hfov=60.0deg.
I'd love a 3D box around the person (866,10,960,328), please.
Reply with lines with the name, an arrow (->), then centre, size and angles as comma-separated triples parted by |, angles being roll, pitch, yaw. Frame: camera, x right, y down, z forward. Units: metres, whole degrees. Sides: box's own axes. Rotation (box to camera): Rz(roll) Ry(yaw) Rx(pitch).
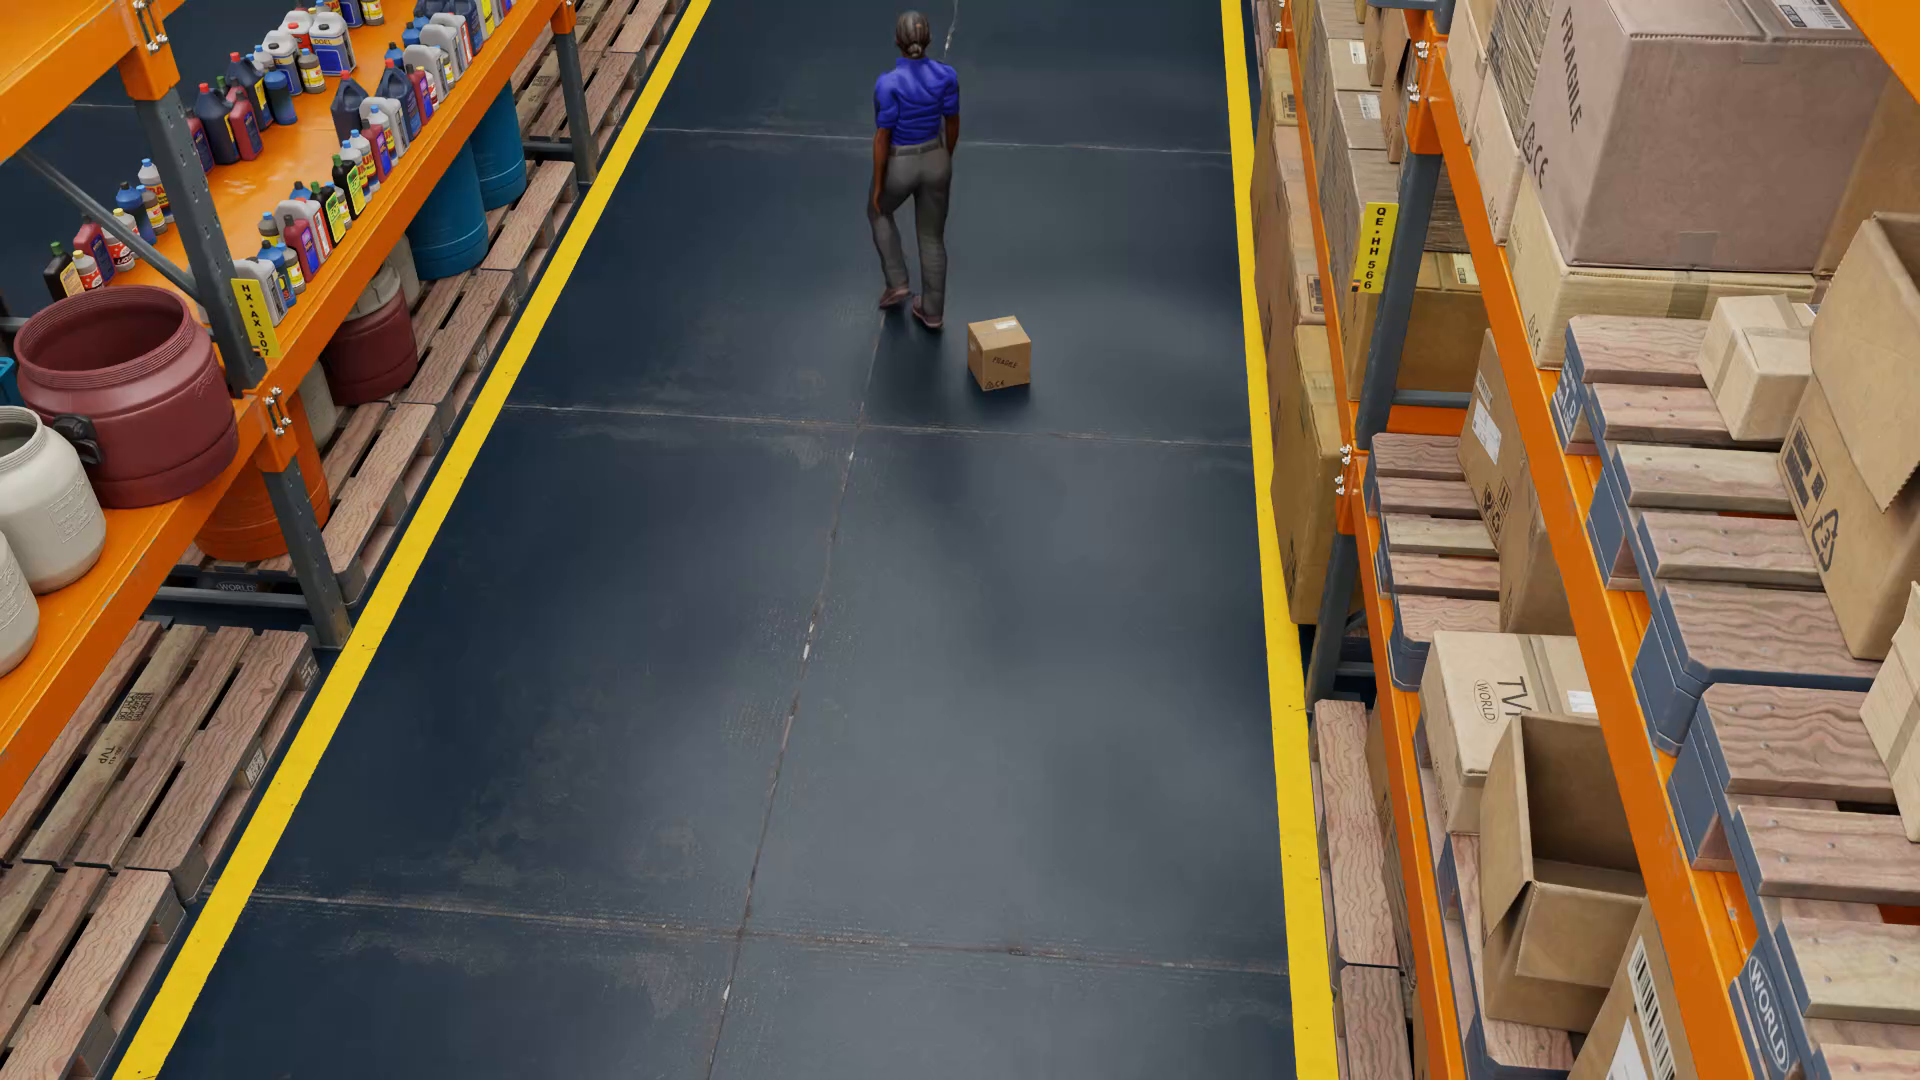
person -> -0.235, -1.840, 8.331 | 0.488, 1.705, 0.509 | -13, 42, -14
